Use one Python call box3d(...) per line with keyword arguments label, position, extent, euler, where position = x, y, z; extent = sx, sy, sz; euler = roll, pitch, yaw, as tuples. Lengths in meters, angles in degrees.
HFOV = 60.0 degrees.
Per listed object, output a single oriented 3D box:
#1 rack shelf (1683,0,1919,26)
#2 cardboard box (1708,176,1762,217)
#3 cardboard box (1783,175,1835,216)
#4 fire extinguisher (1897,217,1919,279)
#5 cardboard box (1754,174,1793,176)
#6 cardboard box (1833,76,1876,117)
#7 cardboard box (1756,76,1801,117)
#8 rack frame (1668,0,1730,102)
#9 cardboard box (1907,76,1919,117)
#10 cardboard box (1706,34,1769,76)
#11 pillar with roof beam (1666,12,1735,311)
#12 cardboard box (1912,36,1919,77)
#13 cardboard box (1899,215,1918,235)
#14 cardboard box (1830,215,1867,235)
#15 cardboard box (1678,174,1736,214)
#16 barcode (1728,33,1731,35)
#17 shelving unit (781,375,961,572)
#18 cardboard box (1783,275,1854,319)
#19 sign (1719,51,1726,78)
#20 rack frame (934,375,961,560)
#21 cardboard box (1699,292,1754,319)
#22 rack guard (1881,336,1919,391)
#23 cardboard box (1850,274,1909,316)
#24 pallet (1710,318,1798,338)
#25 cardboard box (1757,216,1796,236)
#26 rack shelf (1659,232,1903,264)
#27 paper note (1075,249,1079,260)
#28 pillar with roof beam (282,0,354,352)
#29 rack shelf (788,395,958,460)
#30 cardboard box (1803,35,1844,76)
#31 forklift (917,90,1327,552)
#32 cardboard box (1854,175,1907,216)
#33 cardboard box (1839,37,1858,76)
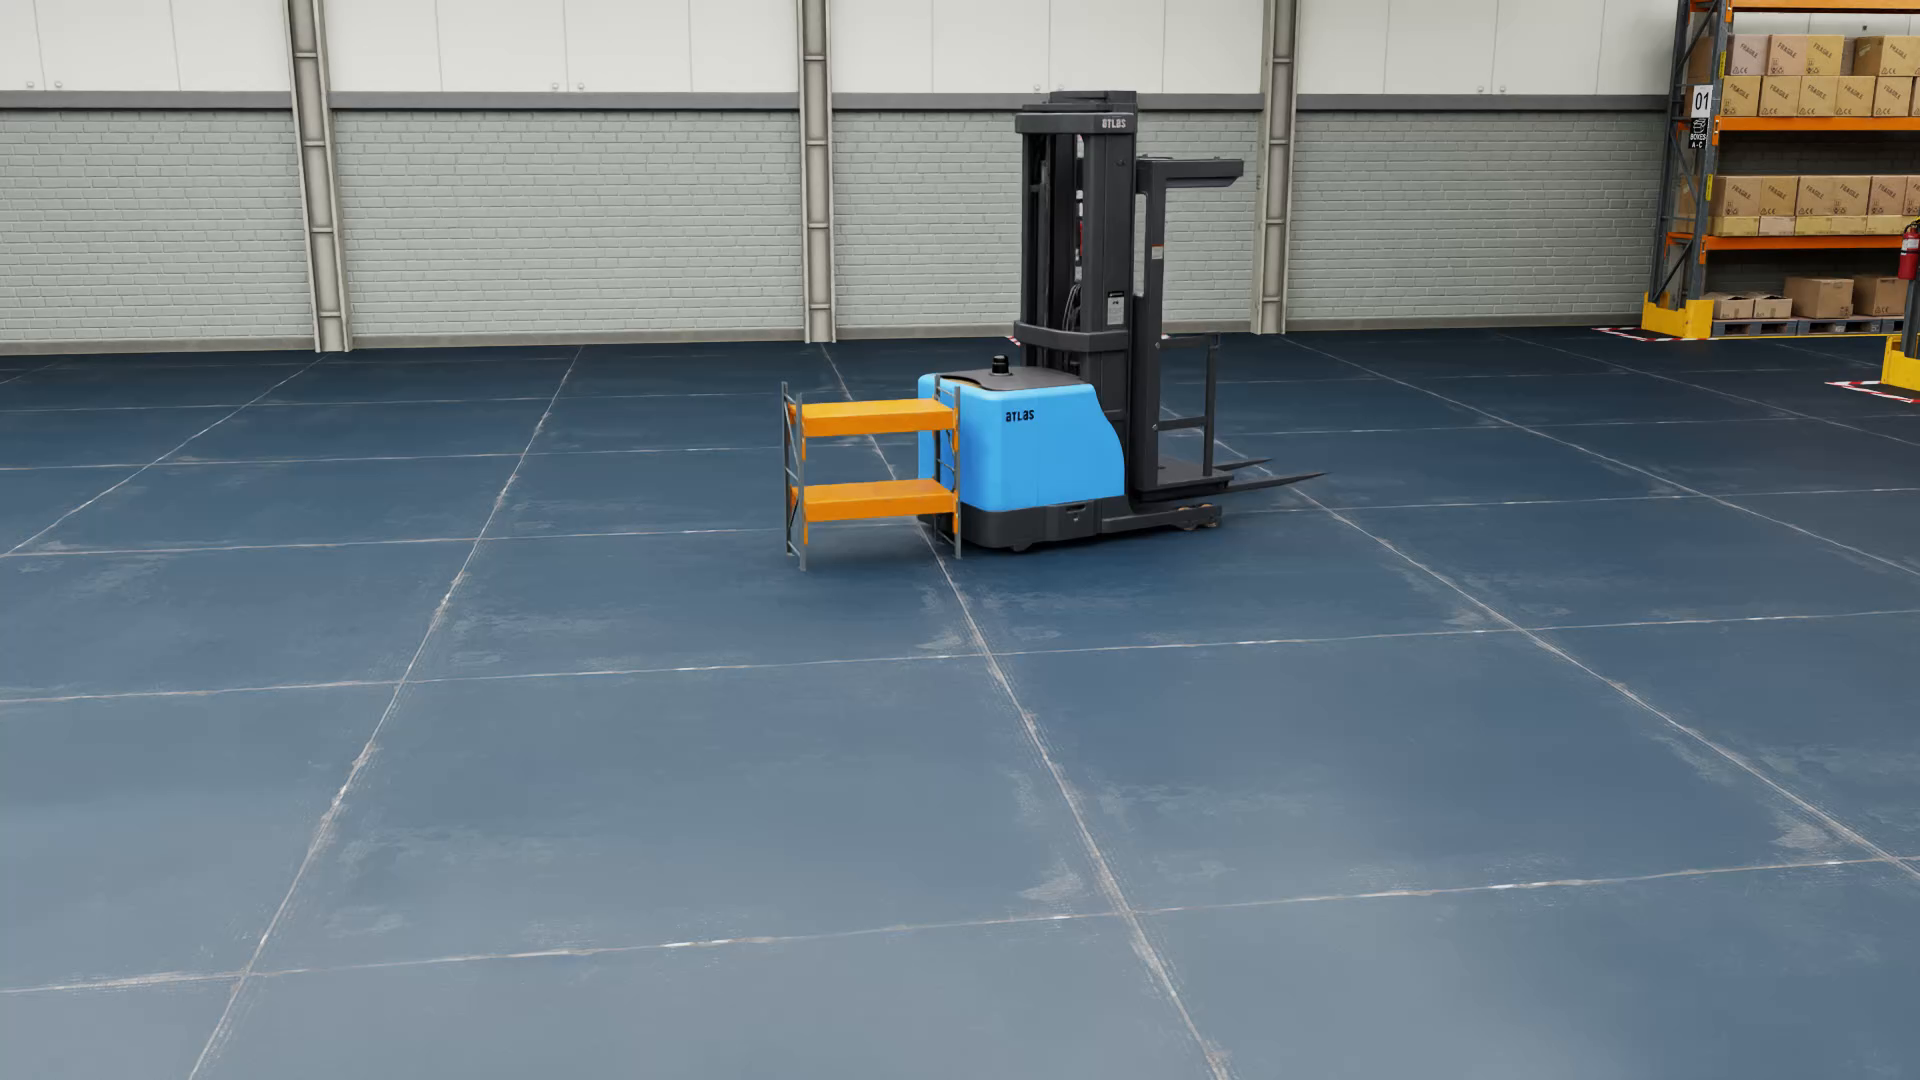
box3d(label="rack shelf", position=(11.474, -6.854, 21.536), extent=(4.000, 0.370, 1.077), euler=(-2, 14, -8))
box3d(label="cardboard box", position=(10.014, -4.467, 21.595), extent=(0.500, 0.500, 0.500), euler=(-2, 14, -8))
box3d(label="cardboard box", position=(11.016, -4.500, 21.725), extent=(0.500, 0.500, 0.500), euler=(-3, 14, -10))
box3d(label="fire extinguisher", position=(10.052, -3.100, 17.576), extent=(0.183, 0.674, 0.296), euler=(-2, 14, -8))
box3d(label="cardboard box", position=(10.941, -4.626, 22.228), extent=(0.500, 0.500, 0.500), euler=(-2, 14, -10))
box3d(label="cardboard box", position=(11.440, -5.742, 21.538), extent=(0.500, 0.500, 0.500), euler=(-1, 14, -5))
box3d(label="cardboard box", position=(10.401, -5.698, 21.362), extent=(0.500, 0.500, 0.500), euler=(-1, 14, -5))
box3d(label="rack frame", position=(9.497, -7.132, 21.160), extent=(0.127, 3.000, 1.000), euler=(-2, 14, -8))
box3d(label="cardboard box", position=(12.488, -5.787, 21.717), extent=(0.500, 0.500, 0.500), euler=(-3, 14, -13))
box3d(label="cardboard box", position=(9.914, -6.175, 21.211), extent=(0.500, 0.500, 0.500), euler=(-3, 14, -12))
box3d(label="pillar with roof beam", position=(10.701, -6.330, 17.961), extent=(0.400, 9.000, 9.100), euler=(-2, 14, -8))
box3d(label="cardboard box", position=(12.454, -6.259, 21.544), extent=(0.500, 0.500, 0.500), euler=(-1, 14, -5))
box3d(label="cardboard box", position=(12.535, -4.197, 22.060), extent=(0.500, 0.250, 0.500), euler=(-2, 14, -8))
box3d(label="cardboard box", position=(11.543, -4.157, 21.899), extent=(0.500, 0.250, 0.500), euler=(-2, 14, -8))
box3d(label="cardboard box", position=(9.931, -4.591, 22.086), extent=(0.500, 0.500, 0.500), euler=(-2, 14, -9))
box3d(label="barcode", position=(10.124, -6.647, 21.900), extent=(0.075, 0.075, 0.001), euler=(-2, 14, -8))
box3d(label="shelving unit", position=(-0.567, -0.440, 10.662), extent=(1.048, 1.125, 0.538), euler=(-4, 15, -16))
box3d(label="cardboard box", position=(11.491, -3.261, 22.294), extent=(0.500, 0.500, 0.700), euler=(-3, 14, -12))
box3d(label="sign", position=(9.578, -5.970, 20.898), extent=(0.005, 0.325, 0.100), euler=(-2, 14, -8))
box3d(label="rack frame", position=(-0.081, -0.476, 10.806), extent=(0.032, 1.125, 0.500), euler=(-4, 15, -16))
box3d(label="cardboard box", position=(10.194, -3.134, 22.177), extent=(0.500, 0.311, 0.500), euler=(-4, 15, -15))
box3d(label="rack guard", position=(10.215, -1.817, 17.439), extent=(0.348, 0.500, 1.175), euler=(-2, 14, -8))
box3d(label="cardboard box", position=(12.432, -3.320, 22.530), extent=(0.500, 0.500, 0.500), euler=(-3, 14, -13))
box3d(label="pallet", position=(10.380, -2.893, 22.323), extent=(1.213, 0.211, 1.003), euler=(-2, 14, -8))
box3d(label="cardboard box", position=(10.538, -4.122, 21.760), extent=(0.500, 0.250, 0.500), euler=(-3, 14, -10))
box3d(label="rack shelf", position=(11.474, -3.945, 22.266), extent=(4.000, 0.370, 1.077), euler=(-2, 14, -8))
box3d(label="paper note", position=(1.492, -3.740, 21.780), extent=(0.142, 0.148, 0.016), euler=(-2, 14, -8))
box3d(label="pillar with roof beam", position=(-7.098, -5.677, 15.360), extent=(0.400, 9.000, 9.100), euler=(-2, 14, -8))
box3d(label="rack shelf", position=(-0.567, -0.723, 10.591), extent=(1.000, 0.278, 0.538), euler=(-4, 15, -16))
box3d(label="cardboard box", position=(10.922, -6.203, 21.320), extent=(0.500, 0.500, 0.500), euler=(-2, 14, -7))
box3d(label="forklift", position=(1.235, -1.585, 11.517), extent=(3.031, 2.935, 1.130), euler=(-8, 16, -29))
box3d(label="cardboard box", position=(12.038, -4.541, 21.887), extent=(0.500, 0.500, 0.500), euler=(-3, 14, -10))
box3d(label="cardboard box", position=(11.411, -6.350, 21.906), extent=(0.500, 0.500, 0.500), euler=(-2, 14, -8))
